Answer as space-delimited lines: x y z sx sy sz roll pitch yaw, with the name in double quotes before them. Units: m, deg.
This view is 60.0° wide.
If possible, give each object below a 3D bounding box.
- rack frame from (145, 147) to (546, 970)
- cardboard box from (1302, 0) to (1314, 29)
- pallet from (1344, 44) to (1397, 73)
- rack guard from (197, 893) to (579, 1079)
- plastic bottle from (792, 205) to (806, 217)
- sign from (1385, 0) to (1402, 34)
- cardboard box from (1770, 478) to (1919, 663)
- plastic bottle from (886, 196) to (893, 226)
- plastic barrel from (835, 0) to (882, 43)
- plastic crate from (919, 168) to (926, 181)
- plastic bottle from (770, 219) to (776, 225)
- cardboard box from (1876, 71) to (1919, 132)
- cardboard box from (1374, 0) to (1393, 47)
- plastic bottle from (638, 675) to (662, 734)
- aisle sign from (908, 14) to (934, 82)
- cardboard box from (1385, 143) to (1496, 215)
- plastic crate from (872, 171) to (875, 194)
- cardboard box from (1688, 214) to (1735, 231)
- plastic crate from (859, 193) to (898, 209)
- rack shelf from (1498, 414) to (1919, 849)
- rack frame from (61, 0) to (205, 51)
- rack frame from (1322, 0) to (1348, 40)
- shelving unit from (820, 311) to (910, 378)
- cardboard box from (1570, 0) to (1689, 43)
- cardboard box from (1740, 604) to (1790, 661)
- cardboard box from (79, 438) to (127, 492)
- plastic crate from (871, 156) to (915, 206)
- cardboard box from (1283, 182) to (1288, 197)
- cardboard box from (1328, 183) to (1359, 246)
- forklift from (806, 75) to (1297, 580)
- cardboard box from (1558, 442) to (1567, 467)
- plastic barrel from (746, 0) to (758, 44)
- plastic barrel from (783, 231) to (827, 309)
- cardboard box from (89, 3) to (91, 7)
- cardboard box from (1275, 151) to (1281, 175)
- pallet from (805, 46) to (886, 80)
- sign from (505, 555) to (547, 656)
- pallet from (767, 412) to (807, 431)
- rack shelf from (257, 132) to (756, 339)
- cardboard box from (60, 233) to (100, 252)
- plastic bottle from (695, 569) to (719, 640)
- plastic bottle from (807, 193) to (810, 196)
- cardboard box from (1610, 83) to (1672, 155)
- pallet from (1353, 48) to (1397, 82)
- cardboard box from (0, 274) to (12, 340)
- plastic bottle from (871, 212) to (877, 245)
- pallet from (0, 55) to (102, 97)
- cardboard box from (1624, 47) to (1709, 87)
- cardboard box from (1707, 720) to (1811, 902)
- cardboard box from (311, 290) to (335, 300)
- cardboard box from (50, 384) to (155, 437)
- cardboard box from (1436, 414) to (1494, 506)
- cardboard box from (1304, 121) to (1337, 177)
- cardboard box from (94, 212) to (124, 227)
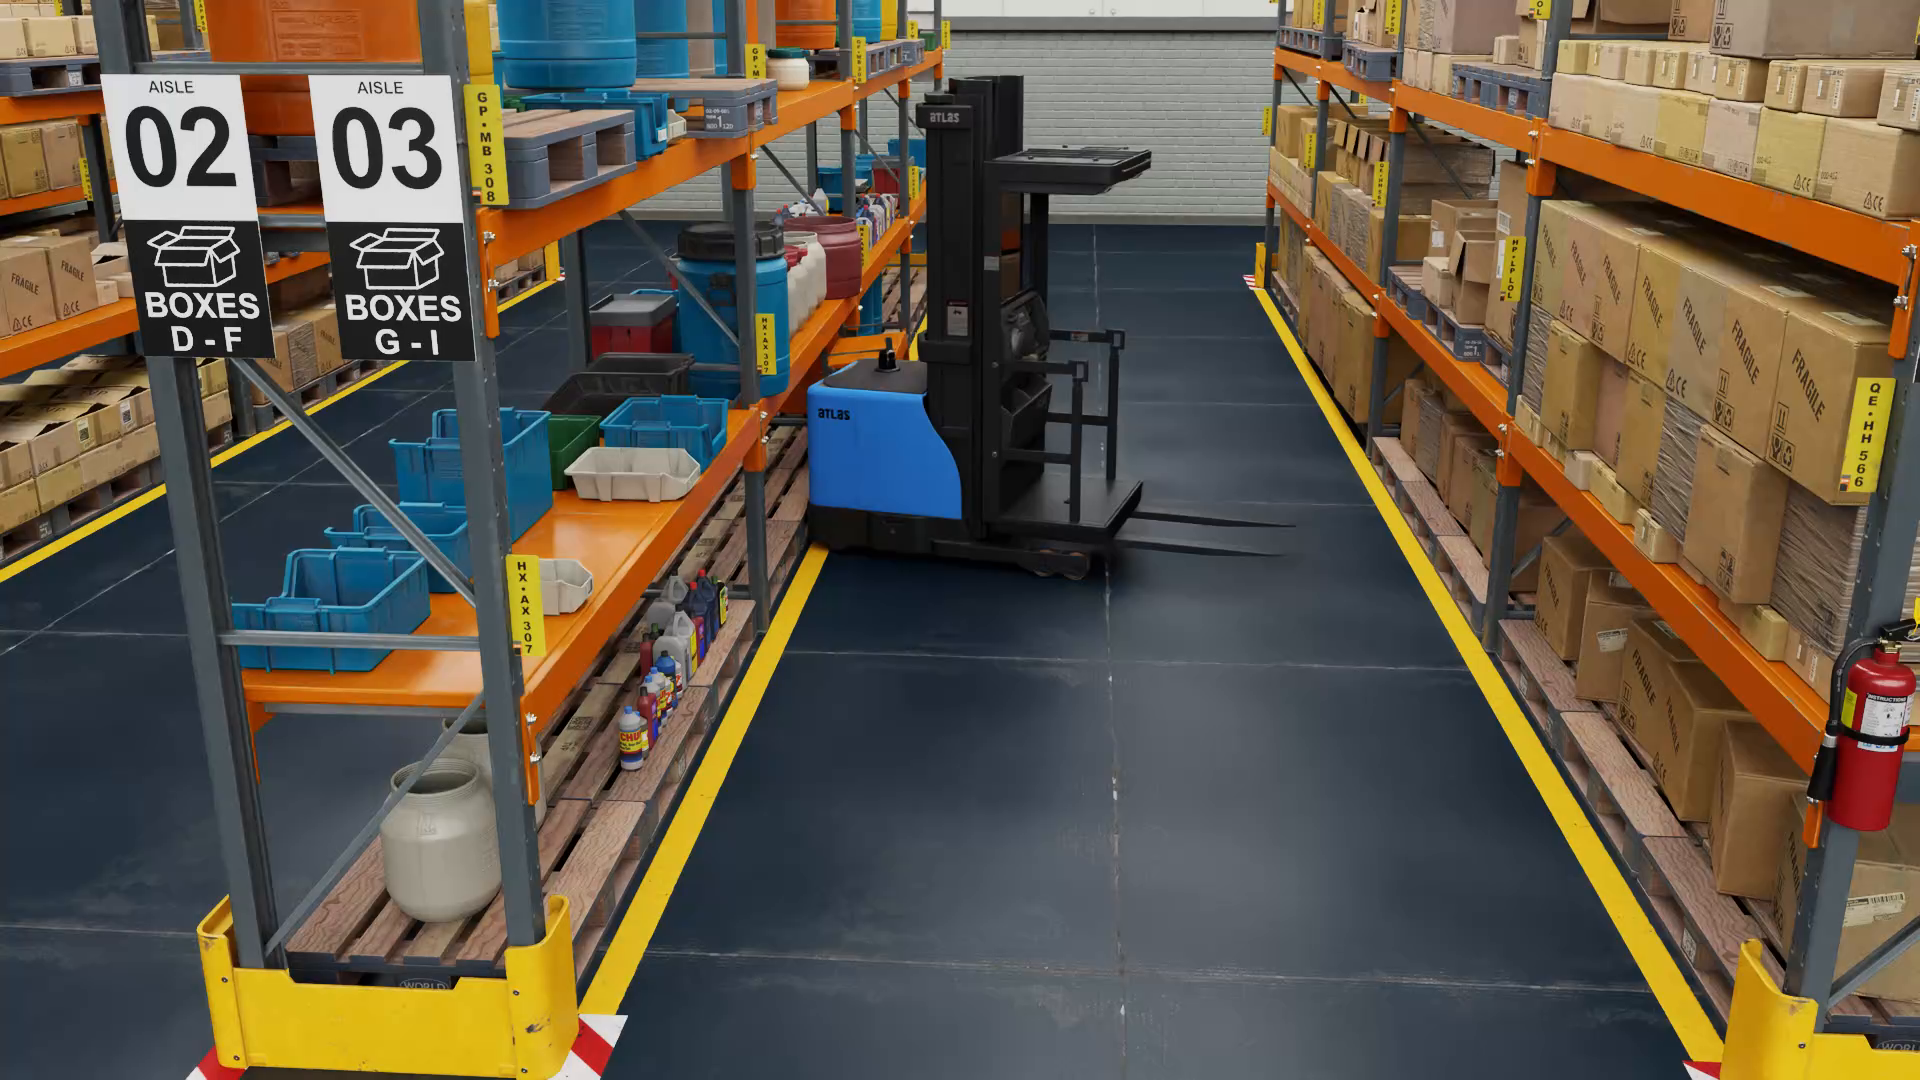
"rack frame" -1.866 0.318 5.135 1.000 3.000 0.127 1 18 4
"cardboard box" 4.088 -5.764 17.884 0.700 0.500 0.500 0 18 0
"pallet" 3.718 -3.940 13.617 1.003 0.211 1.213 2 18 6
"rack guard" -1.907 1.481 5.599 1.175 0.500 0.348 1 18 4
"plastic bottle" -1.485 -2.927 15.238 0.152 0.276 0.135 1 18 4
"sign" 3.095 -3.780 11.866 0.100 0.325 0.005 1 18 4
"cardboard box" 3.141 0.070 5.255 0.875 0.500 0.500 1 18 4
"plastic bottle" -0.683 -3.151 15.909 0.061 0.283 0.133 1 18 4
"plastic barrel" -0.975 -4.739 14.270 0.600 0.901 0.708 1 18 4
"plastic crate" -0.597 -4.297 19.547 0.396 0.136 0.243 1 18 4
"plastic bottle" -1.607 -2.601 14.232 0.061 0.283 0.133 1 18 4
"cardboard box" 2.783 -1.208 4.576 0.380 0.149 0.250 1 18 4
"cardboard box" 3.594 -4.190 13.239 0.500 0.500 0.500 2 18 7
"plastic bottle" -1.401 0.743 7.513 0.097 0.271 0.097 0 18 0
"aisle sign" -0.422 -5.902 19.944 0.394 0.787 0.004 1 18 4
"cardboard box" 3.716 -2.807 12.900 0.797 0.503 0.637 2 18 6
"plastic crate" -0.712 -3.851 17.953 0.437 0.282 0.530 1 18 4
"cardboard box" 3.569 -1.176 7.452 0.500 0.500 0.500 1 18 4
"plastic crate" -0.830 -3.453 16.972 0.396 0.136 0.243 1 18 4
"rack shelf" 3.218 0.149 6.805 1.077 0.370 4.000 1 18 4
"rack frame" -6.233 -5.129 12.124 1.000 3.000 0.127 1 18 4
"rack frame" 3.935 -6.149 15.237 1.000 3.000 0.127 1 18 4
"shelving unit" -0.631 -0.984 12.027 0.538 1.125 1.048 -5 18 4
"cardboard box" 3.493 -2.631 8.479 0.797 0.503 0.637 0 18 1
"cardboard box" 2.874 0.299 5.598 0.380 0.149 0.250 1 18 4
"cardboard box" -6.134 -0.526 11.453 0.500 0.250 0.500 2 18 5
"plastic crate" -0.692 -3.739 17.319 0.402 0.464 0.583 1 18 4
"cardboard box" 3.758 -3.841 18.230 0.380 0.149 0.250 1 18 3
"cardboard box" 3.581 -2.897 14.786 0.500 0.500 0.500 1 18 3
"forklift" 0.594 -1.334 10.286 3.031 2.935 1.130 6 19 17
"cardboard box" 3.016 -0.401 7.732 0.380 0.149 0.250 1 18 4
"plastic barrel" -1.615 -3.343 10.800 0.600 0.830 0.708 1 18 4
"plastic barrel" -1.153 -1.895 11.711 0.421 0.512 0.421 0 18 0
"cardboard box" -10.388 -6.240 19.738 0.500 0.250 0.500 2 18 6
"cardboard box" 3.887 -4.306 19.010 0.500 0.250 0.500 1 18 3
"pallet" -1.140 -3.738 12.998 1.003 0.211 1.213 1 18 4
"sign" -1.318 0.200 5.050 0.100 0.325 0.005 1 18 4
"pallet" -1.278 -1.087 13.902 1.003 0.211 1.213 1 18 4
"rack shelf" -1.723 -1.387 6.676 1.077 0.370 4.000 1 18 4
"cardboard box" -10.622 -3.353 19.678 0.700 0.500 0.500 1 18 2
"plastic bottle" -1.338 0.332 8.640 0.144 0.351 0.185 1 18 2
"plastic bottle" -1.467 -3.208 16.082 0.061 0.283 0.133 1 18 4
"cardboard box" 2.994 -1.715 6.764 0.500 0.250 0.500 1 18 2
"pallet" 3.641 -3.593 12.556 1.213 0.211 1.003 2 18 6
"cardboard box" -6.410 -1.485 10.478 0.500 0.500 0.500 3 18 8
"plastic bottle" -0.771 -2.767 14.738 0.061 0.283 0.133 1 18 4
"pallet" -6.269 -3.054 10.911 1.003 0.211 1.213 2 18 6
"cardboard box" 2.958 -1.937 6.801 0.380 0.149 0.250 1 18 3
"cardboard box" 3.144 1.037 6.281 0.500 0.500 0.500 6 19 18
"cardboard box" -5.776 -2.073 15.740 0.500 0.500 0.500 2 18 5
"cardboard box" -6.094 -0.951 11.850 0.500 0.311 0.500 1 18 4
"cardboard box" 3.559 -0.520 11.000 0.700 0.500 0.500 3 18 9
"cardboard box" 3.701 -3.873 16.486 0.500 0.500 0.500 2 18 5
"cardboard box" -10.378 -3.929 20.394 0.380 0.149 0.250 1 18 3
